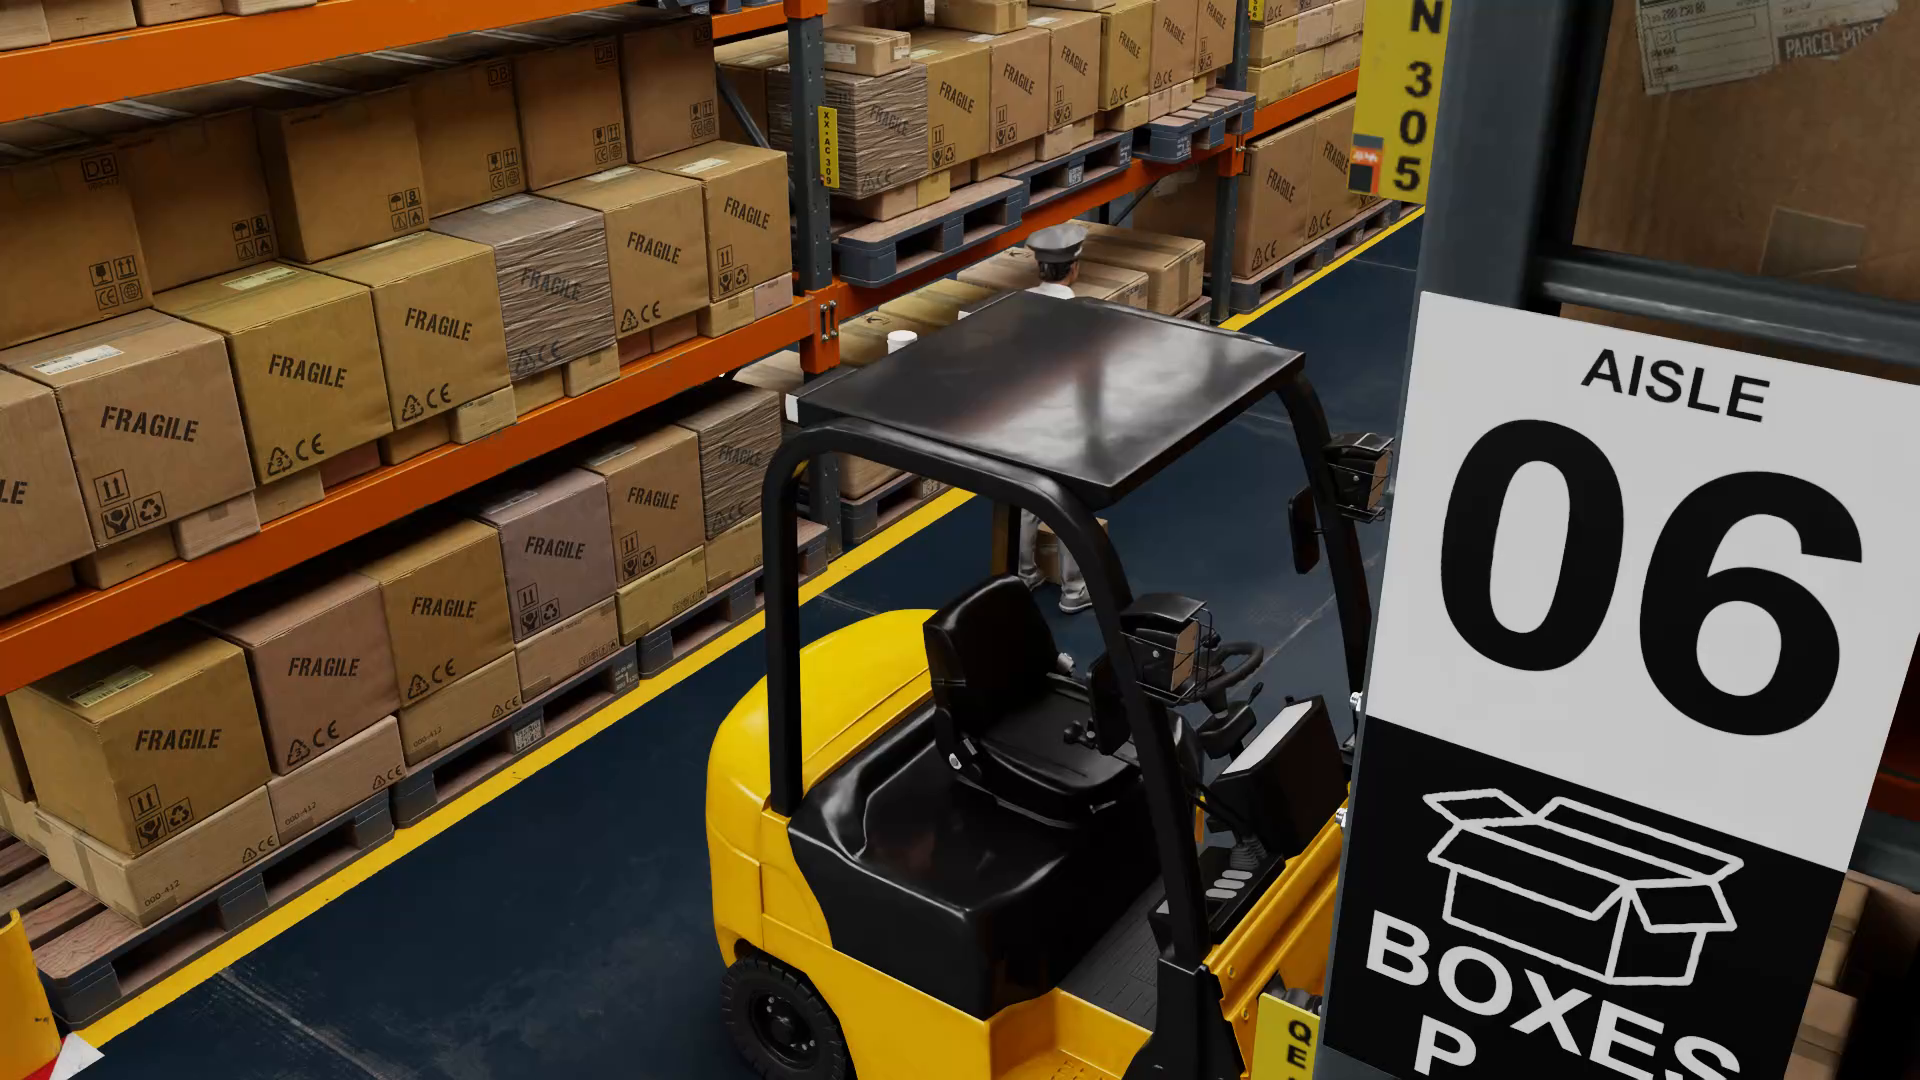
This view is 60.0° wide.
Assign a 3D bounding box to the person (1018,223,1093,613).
[{"bbox_3d":[0.386,-0.495,7.080,0.530,1.663,0.377,17,32,29],"label":"person"}]
